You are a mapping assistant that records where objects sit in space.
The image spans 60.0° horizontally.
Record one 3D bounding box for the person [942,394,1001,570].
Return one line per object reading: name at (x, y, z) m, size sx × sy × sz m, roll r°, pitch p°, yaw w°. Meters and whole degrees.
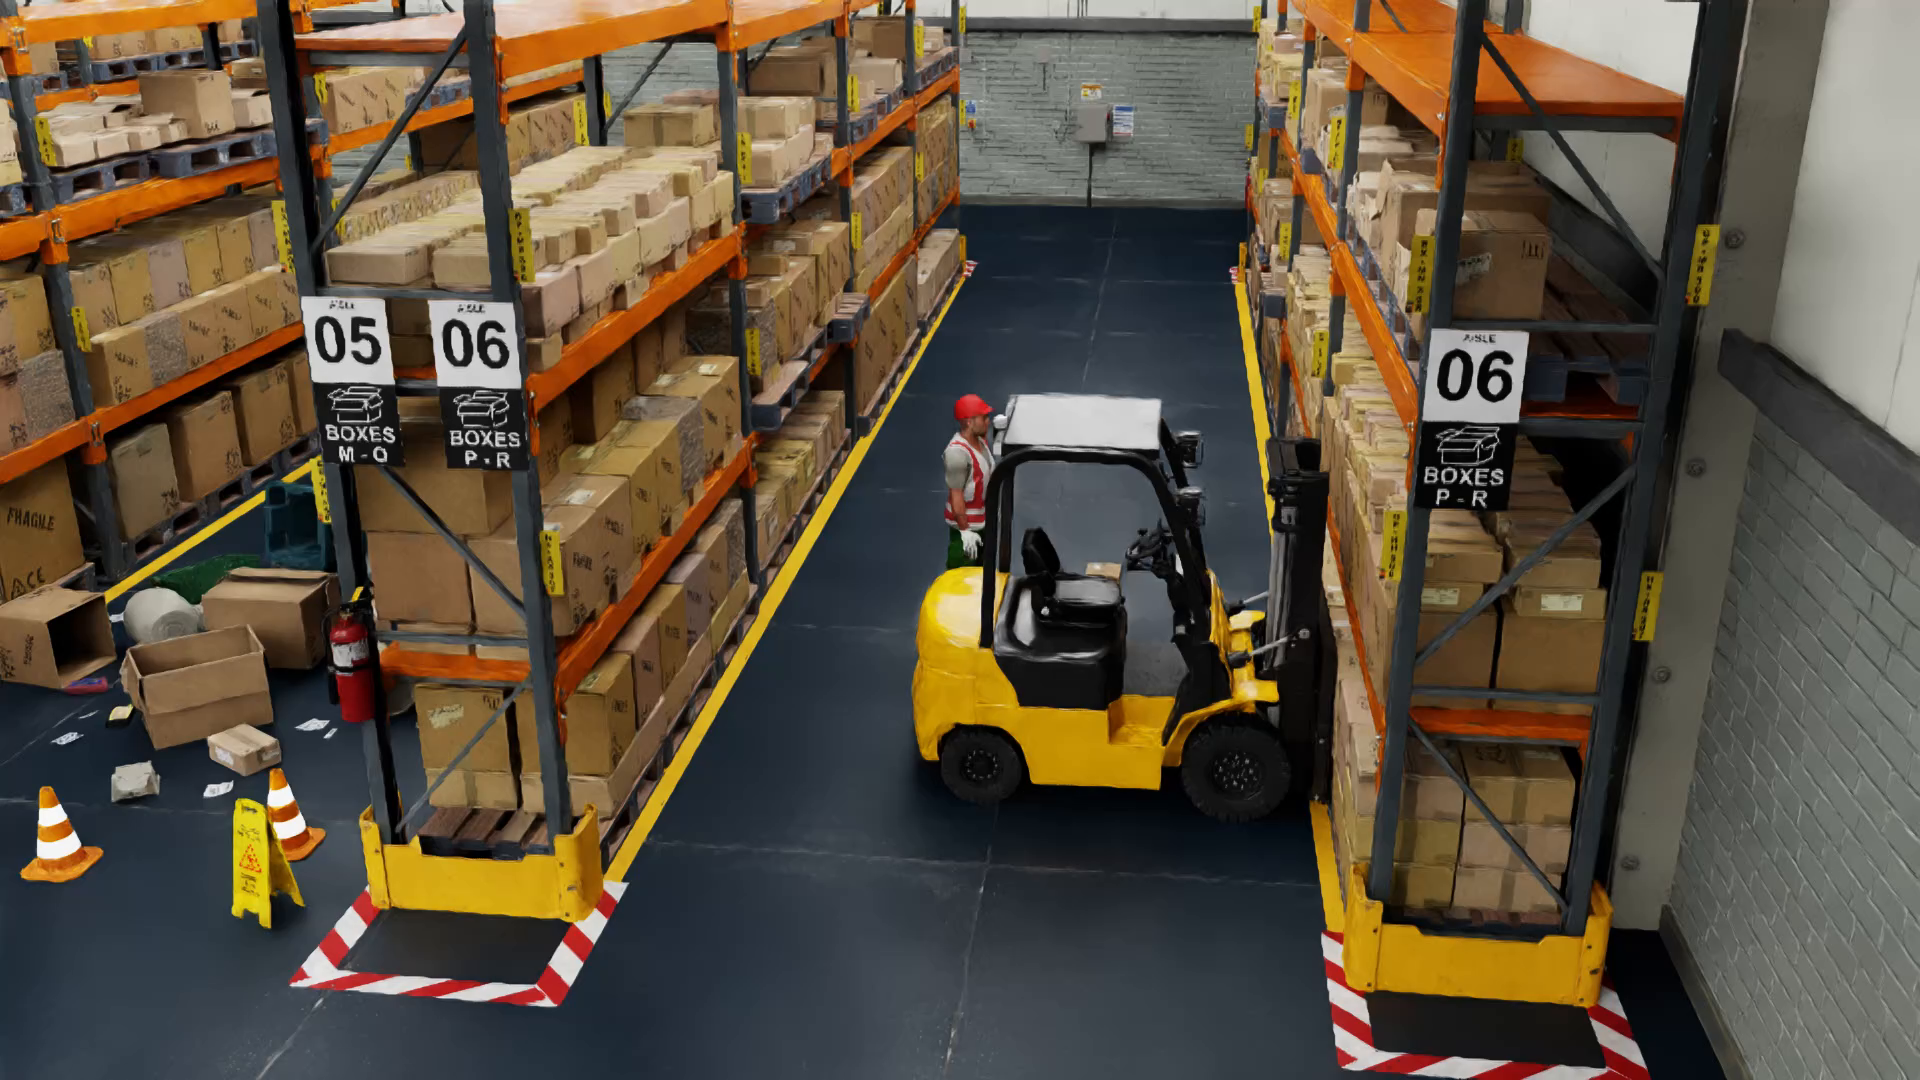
person at (0.094, -0.123, 11.289) m, size 0.379 × 1.795 × 0.665 m, roll 9°, pitch 23°, yaw 22°
